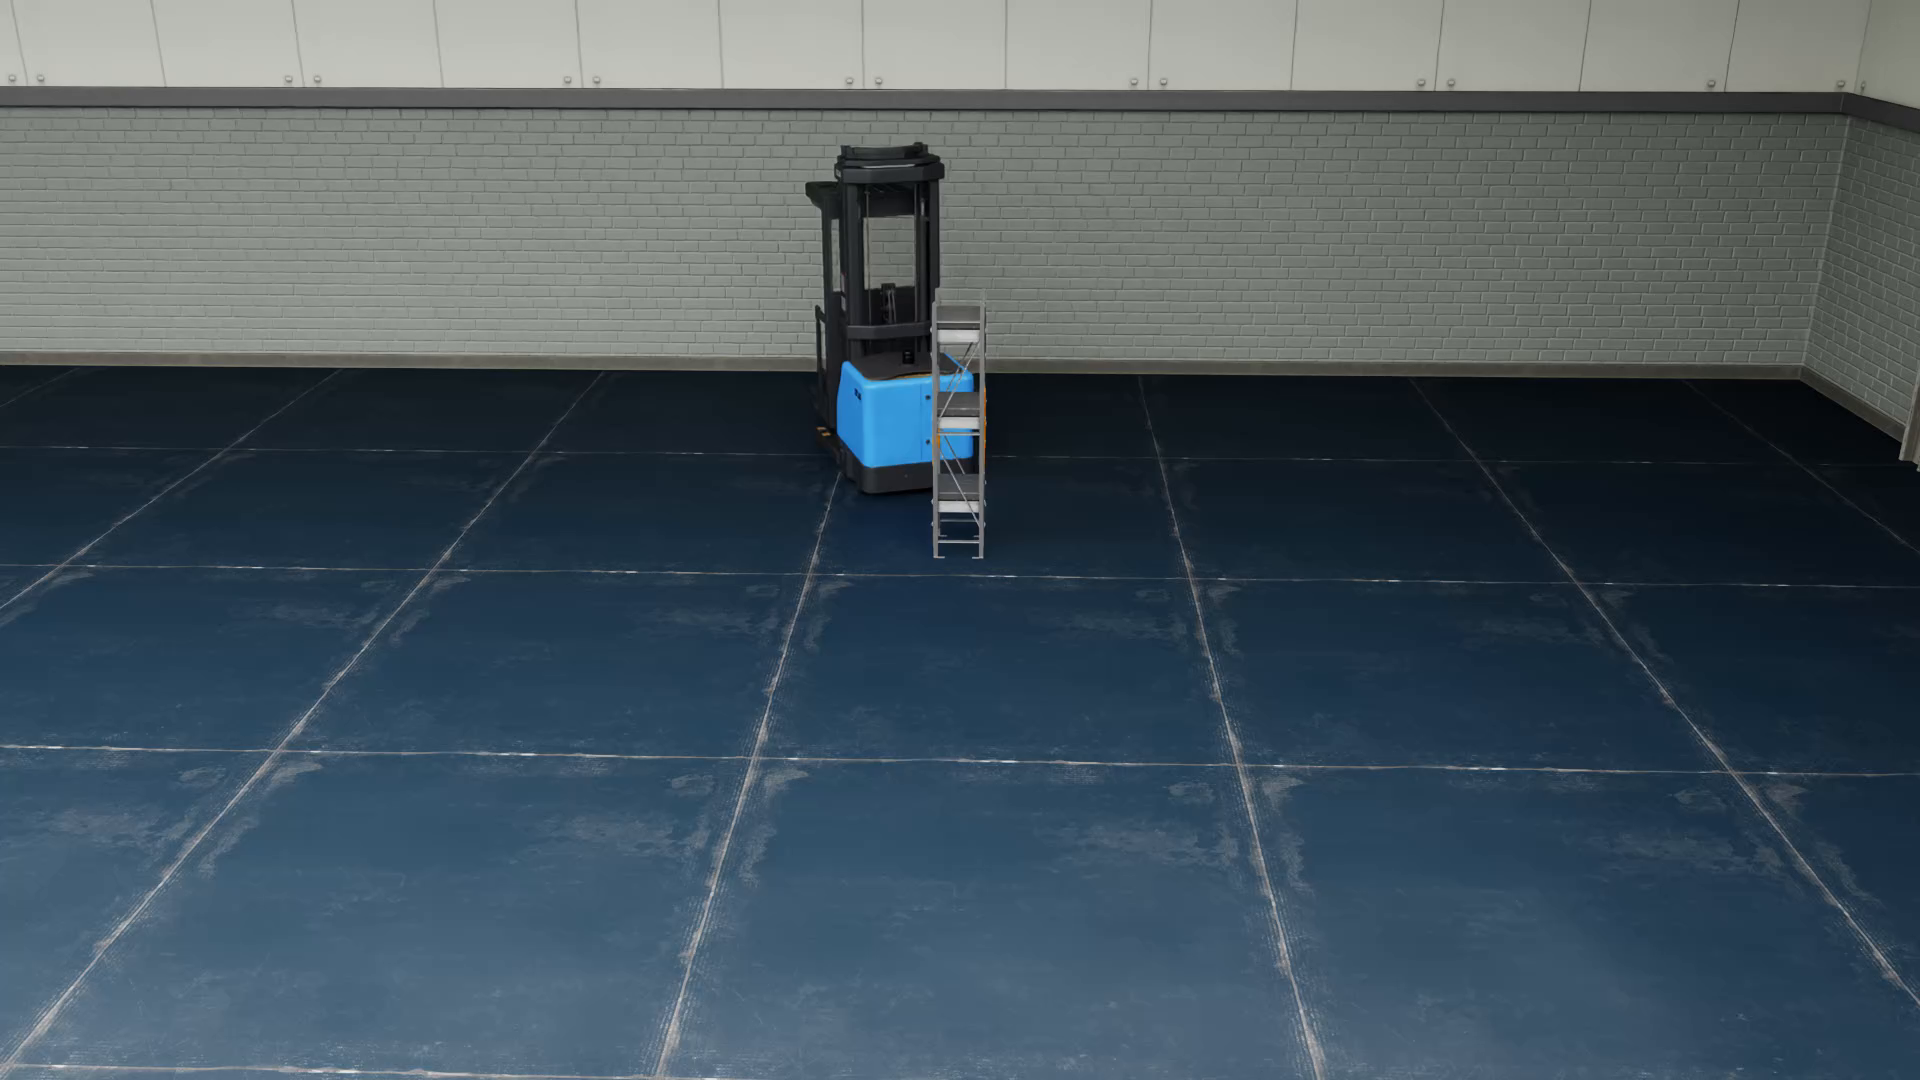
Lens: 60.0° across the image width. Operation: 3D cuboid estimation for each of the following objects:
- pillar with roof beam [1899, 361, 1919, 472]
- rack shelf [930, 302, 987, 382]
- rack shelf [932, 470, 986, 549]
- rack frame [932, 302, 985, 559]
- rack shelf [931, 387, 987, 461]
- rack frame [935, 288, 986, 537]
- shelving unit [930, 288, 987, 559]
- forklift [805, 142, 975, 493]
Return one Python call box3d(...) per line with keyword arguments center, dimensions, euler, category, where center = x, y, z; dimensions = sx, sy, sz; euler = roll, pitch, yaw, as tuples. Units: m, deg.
box3d(center=(4.773, -4.945, 14.127), dimensions=(9.100, 9.000, 0.400), euler=(1, 21, 2), category="pillar with roof beam")
box3d(center=(-0.005, -1.559, 13.040), dimensions=(0.431, 0.518, 0.480), euler=(1, 21, 2), category="rack shelf")
box3d(center=(-0.005, -0.254, 13.546), dimensions=(0.431, 0.518, 0.480), euler=(1, 21, 2), category="rack shelf")
box3d(center=(-0.012, -0.831, 13.061), dimensions=(0.400, 2.100, 0.015), euler=(1, 21, 2), category="rack frame")
box3d(center=(-0.005, -0.906, 13.293), dimensions=(0.431, 0.518, 0.480), euler=(1, 21, 2), category="rack shelf")
box3d(center=(0.002, -1.007, 13.516), dimensions=(0.400, 2.100, 0.015), euler=(1, 21, 2), category="rack frame")
box3d(center=(-0.005, -0.919, 13.288), dimensions=(0.431, 2.100, 0.503), euler=(1, 21, 2), category="shelving unit")
box3d(center=(-0.796, -2.280, 15.646), dimensions=(1.130, 2.935, 3.031), euler=(-7, 22, -17), category="forklift")
